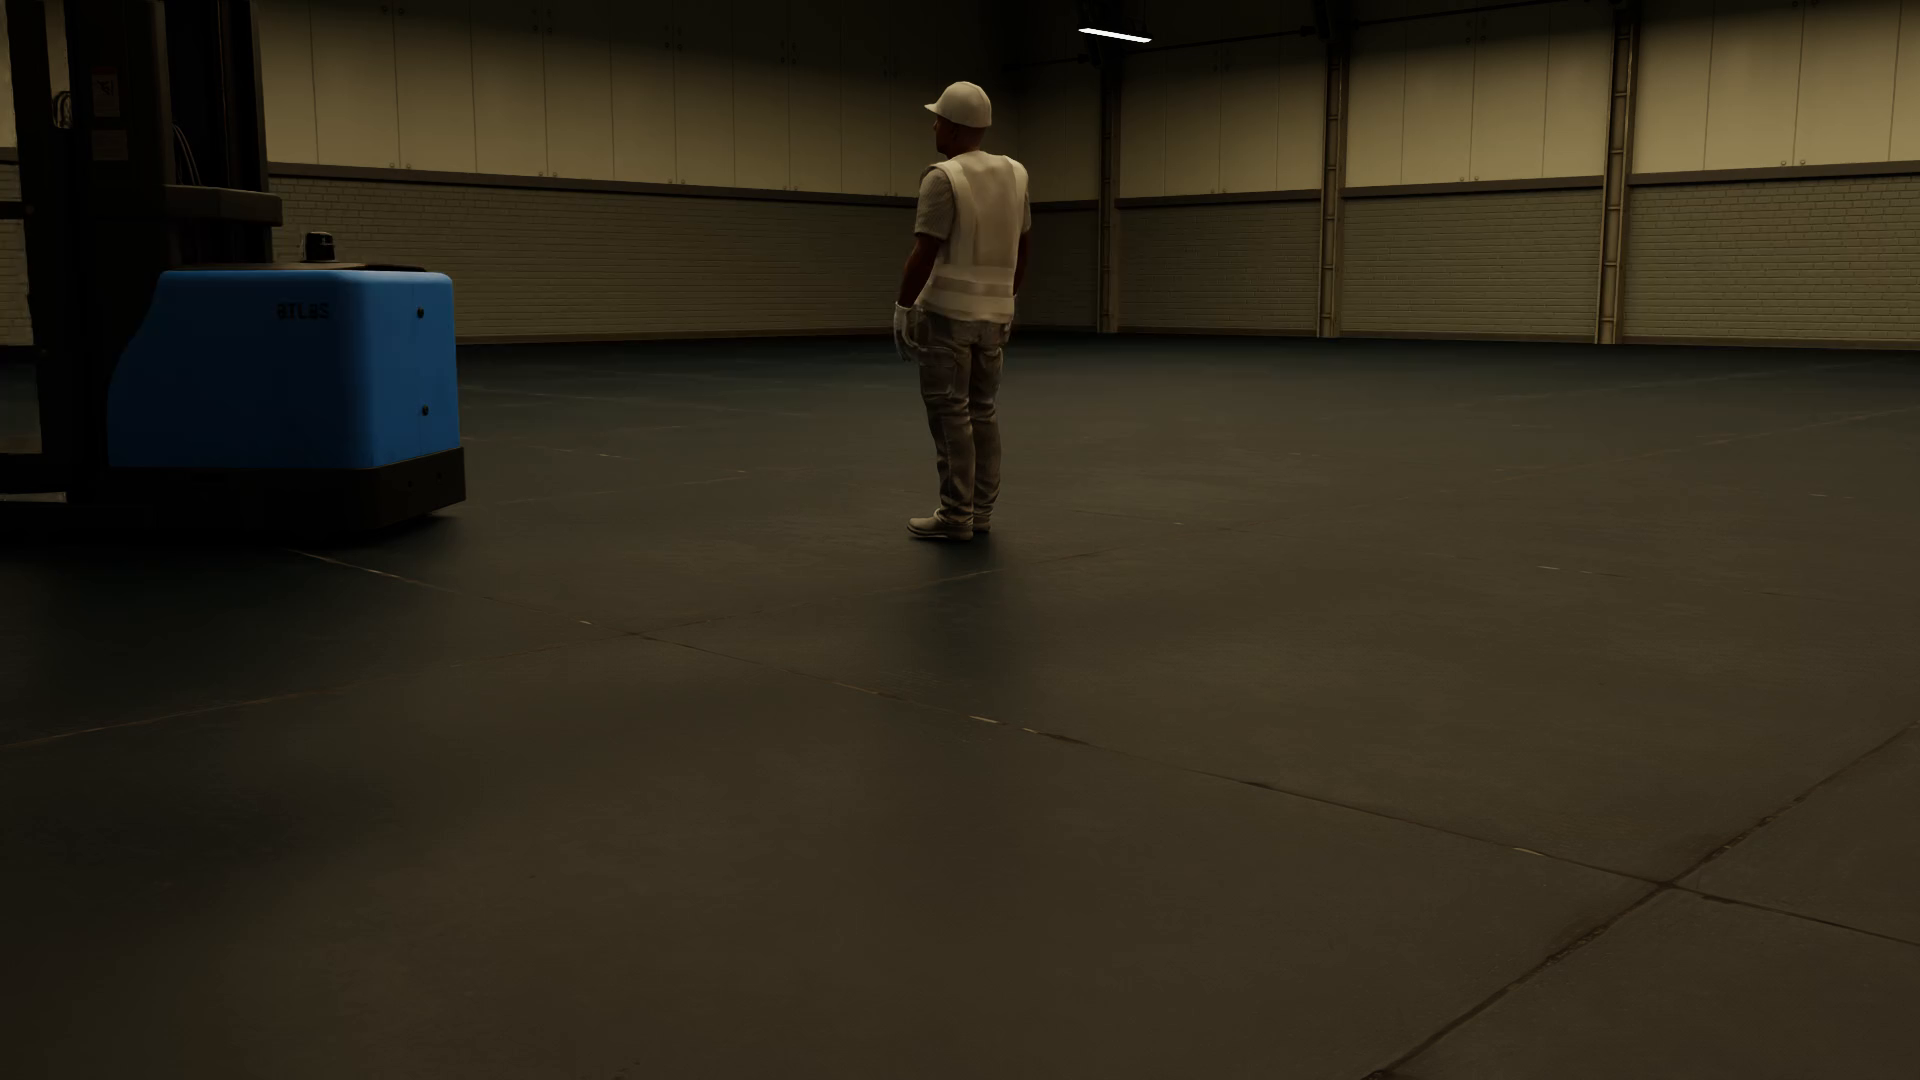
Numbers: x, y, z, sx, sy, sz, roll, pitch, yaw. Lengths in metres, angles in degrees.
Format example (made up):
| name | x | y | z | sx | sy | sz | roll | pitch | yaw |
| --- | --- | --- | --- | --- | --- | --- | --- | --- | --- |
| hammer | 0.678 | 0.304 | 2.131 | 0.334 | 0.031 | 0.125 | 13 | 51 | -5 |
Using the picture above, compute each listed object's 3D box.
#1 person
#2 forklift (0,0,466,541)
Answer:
| name | x | y | z | sx | sy | sz | roll | pitch | yaw |
| --- | --- | --- | --- | --- | --- | --- | --- | --- | --- |
| person | -0.046 | -0.897 | 6.639 | 0.575 | 1.785 | 0.657 | 8 | 12 | 43 |
| forklift | -3.749 | -1.510 | 6.903 | 3.031 | 2.935 | 1.130 | 1 | 9 | 5 |
